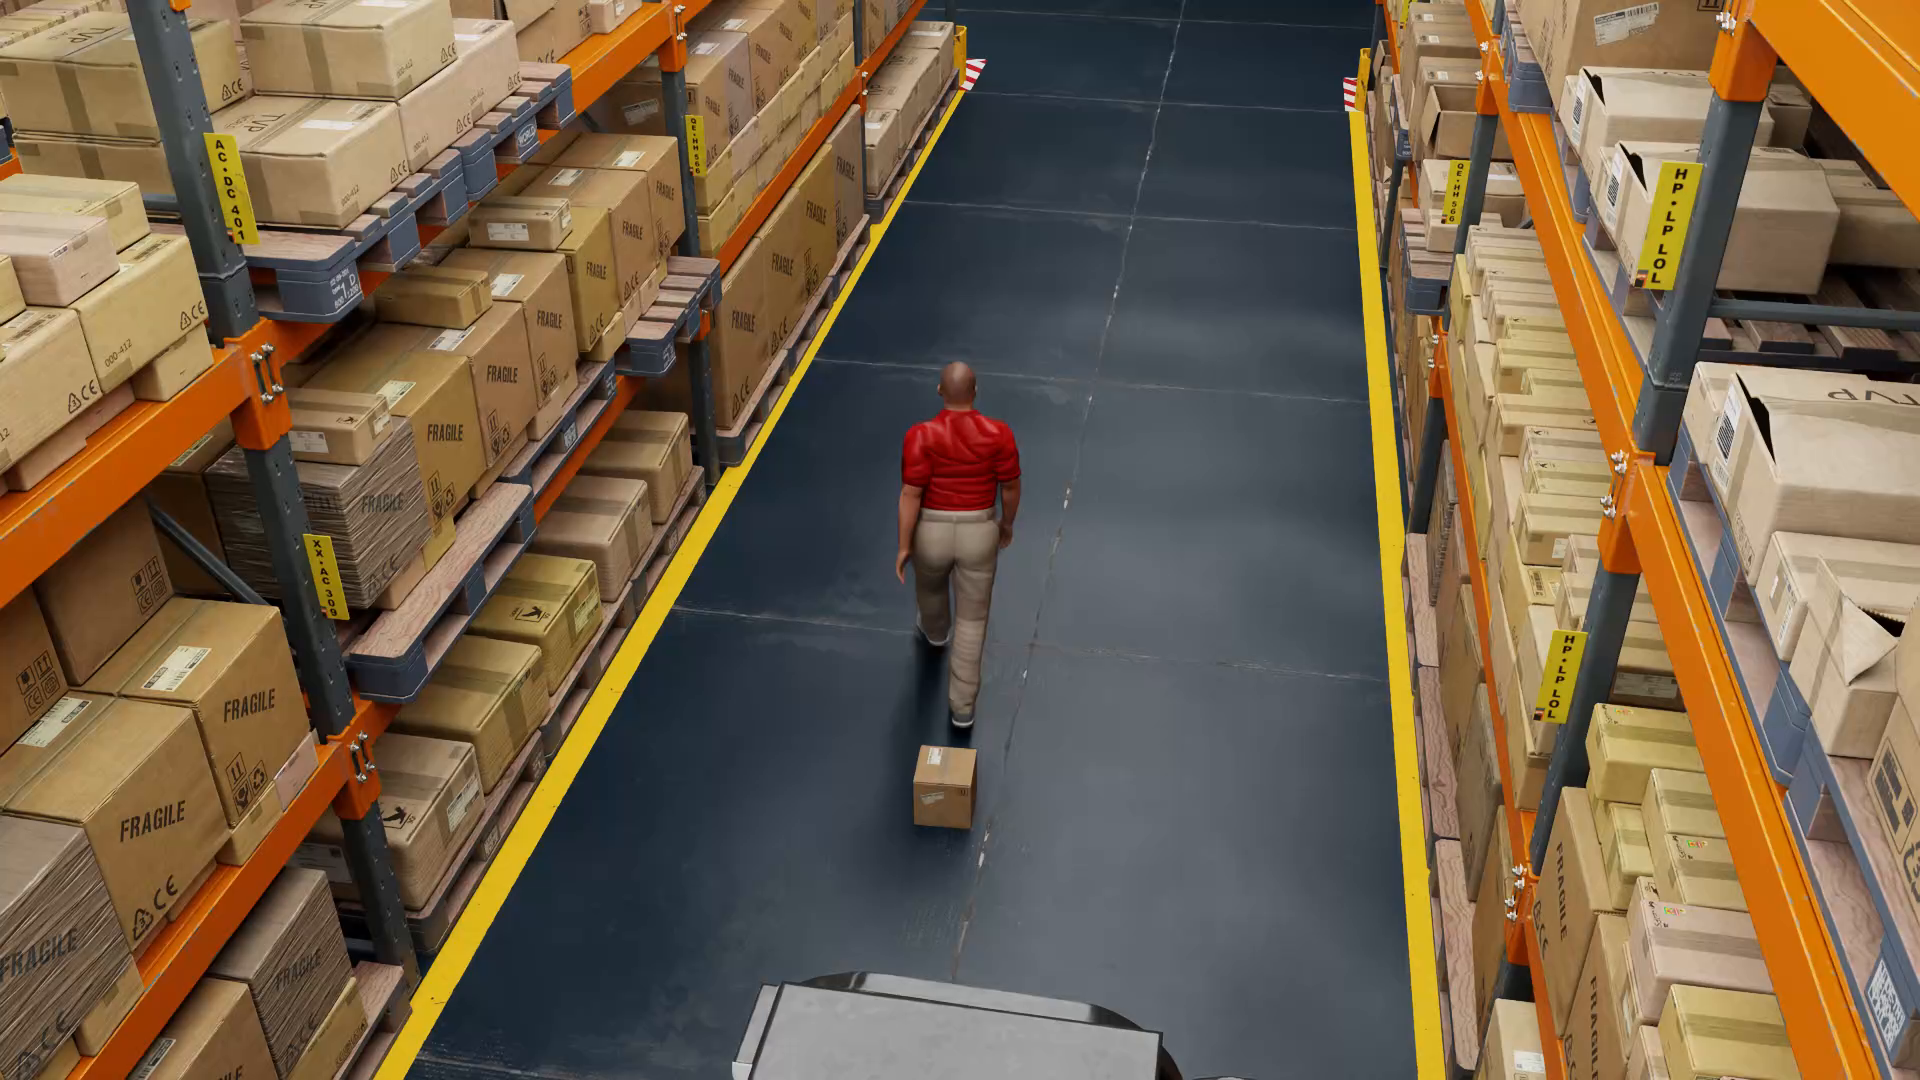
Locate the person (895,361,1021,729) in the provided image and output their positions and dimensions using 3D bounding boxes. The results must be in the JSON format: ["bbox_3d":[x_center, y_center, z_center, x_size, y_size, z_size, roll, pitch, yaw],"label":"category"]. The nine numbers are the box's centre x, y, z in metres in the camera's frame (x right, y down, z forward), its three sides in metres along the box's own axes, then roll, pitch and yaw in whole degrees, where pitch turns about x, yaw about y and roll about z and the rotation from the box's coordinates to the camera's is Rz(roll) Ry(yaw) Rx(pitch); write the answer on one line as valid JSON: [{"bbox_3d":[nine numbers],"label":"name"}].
[{"bbox_3d":[-0.005,-0.063,7.740,0.570,1.663,0.985,1,32,1],"label":"person"}]
